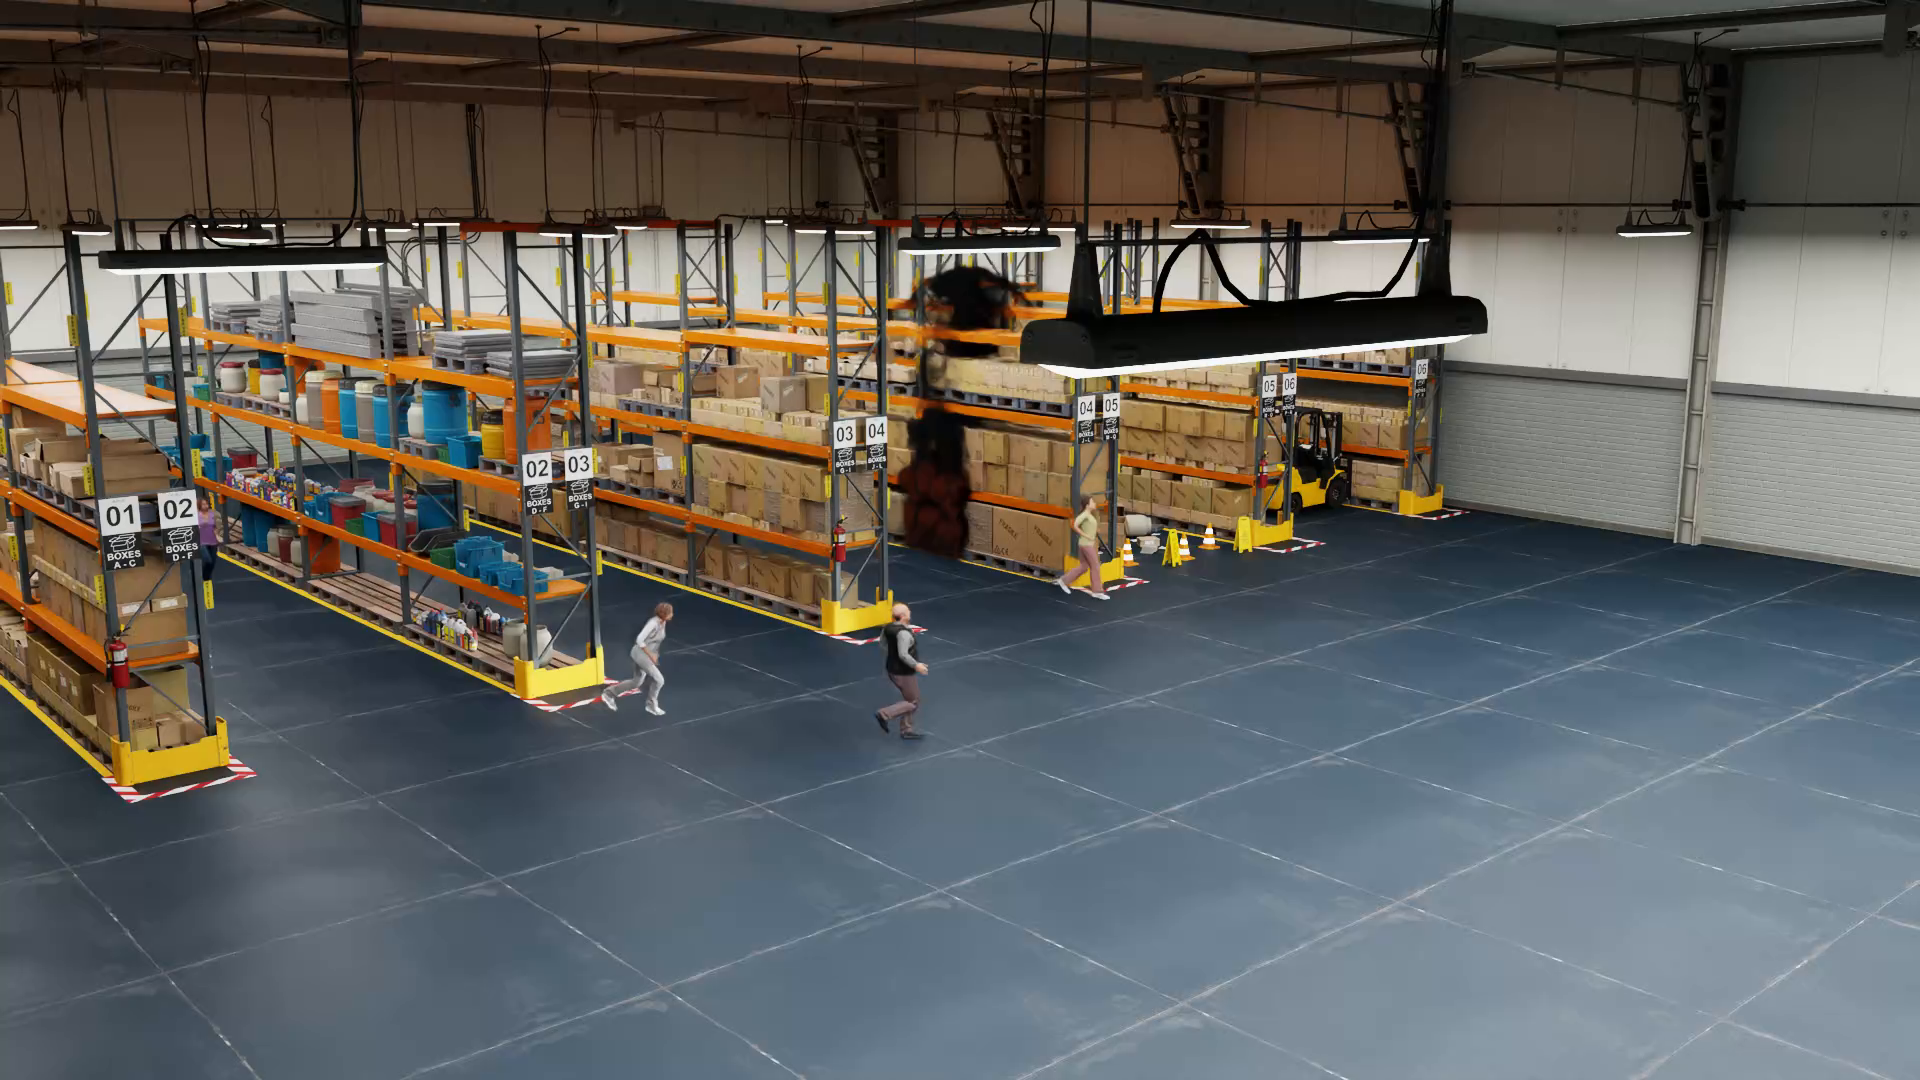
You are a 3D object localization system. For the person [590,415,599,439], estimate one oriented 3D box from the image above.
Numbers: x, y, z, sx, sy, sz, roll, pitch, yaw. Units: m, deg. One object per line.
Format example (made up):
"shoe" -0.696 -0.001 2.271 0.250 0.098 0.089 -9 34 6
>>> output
"person" -8.416 -2.021 37.541 0.732 1.725 0.672 -8 14 -36

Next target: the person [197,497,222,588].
"person" -12.392 0.100 27.330 0.676 1.607 0.500 10 15 40

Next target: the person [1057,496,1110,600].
"person" 2.025 0.107 27.062 0.883 1.672 0.592 2 12 8

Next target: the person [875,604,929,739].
"person" -0.744 1.588 19.824 0.674 1.690 0.647 -5 13 -24

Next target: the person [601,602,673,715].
"person" -4.045 1.498 20.851 0.938 1.477 0.514 1 11 3
